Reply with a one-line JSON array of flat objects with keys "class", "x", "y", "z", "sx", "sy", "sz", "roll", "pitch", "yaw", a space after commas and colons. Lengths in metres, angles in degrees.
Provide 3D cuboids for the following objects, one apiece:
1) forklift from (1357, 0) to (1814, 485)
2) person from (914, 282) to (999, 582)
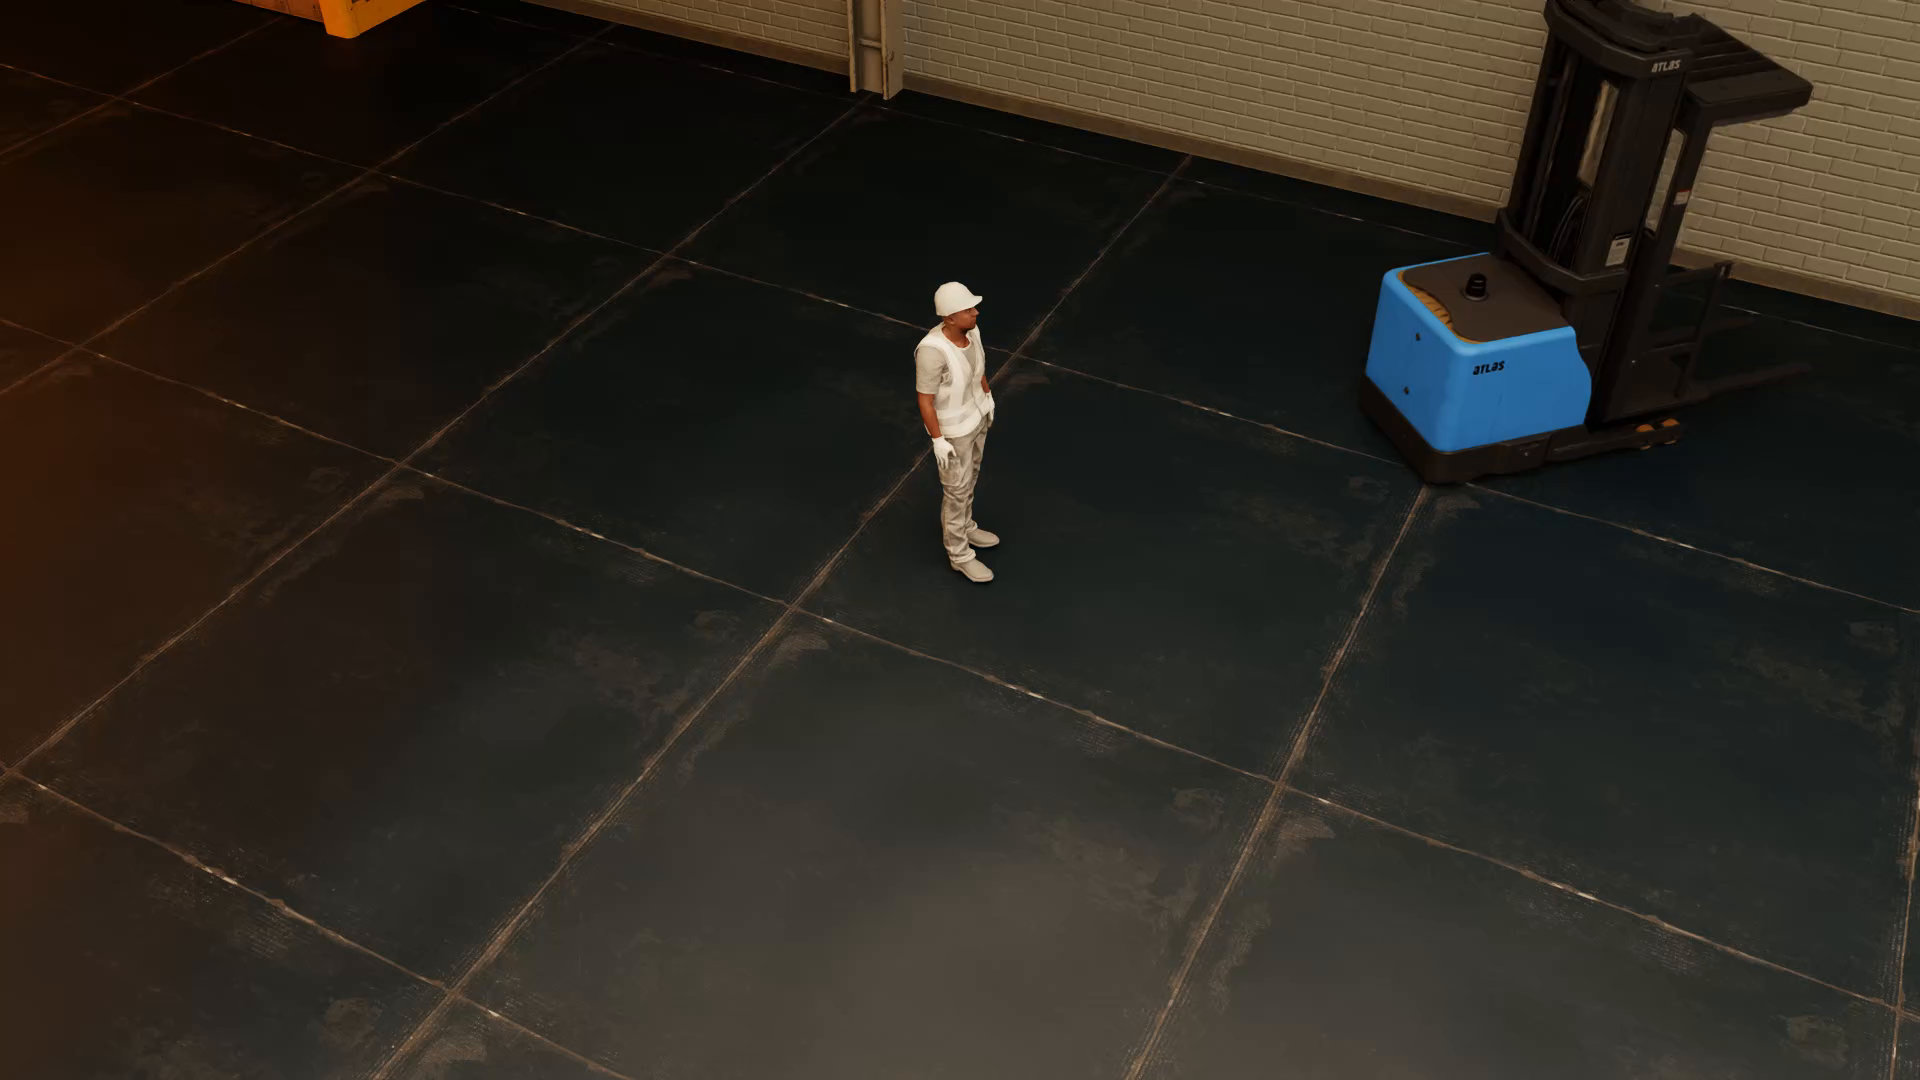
[{"class": "forklift", "x": 4.269, "y": -2.030, "z": 10.397, "sx": 3.031, "sy": 2.935, "sz": 1.130, "roll": -12, "pitch": 42, "yaw": -14}, {"class": "person", "x": 0.060, "y": -0.662, "z": 9.652, "sx": 0.577, "sy": 1.781, "sz": 0.656, "roll": 18, "pitch": 43, "yaw": 21}]
